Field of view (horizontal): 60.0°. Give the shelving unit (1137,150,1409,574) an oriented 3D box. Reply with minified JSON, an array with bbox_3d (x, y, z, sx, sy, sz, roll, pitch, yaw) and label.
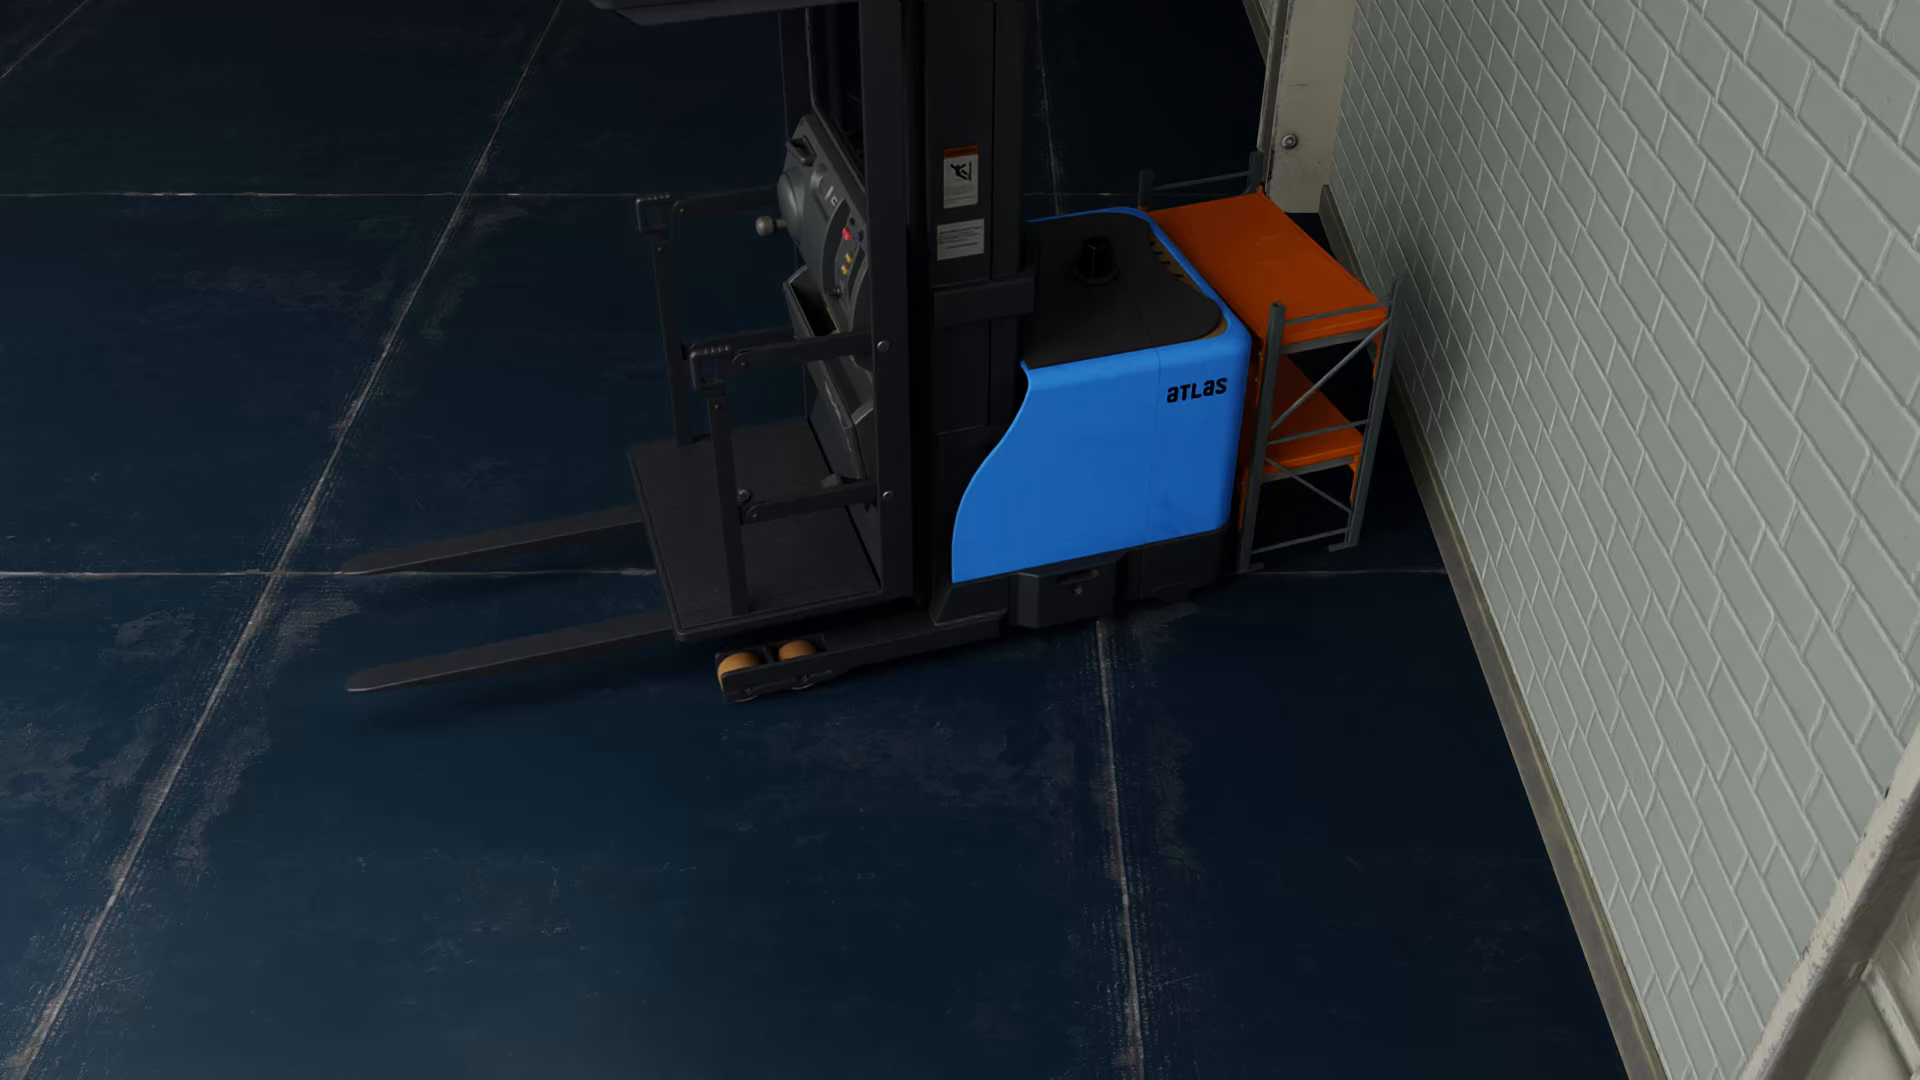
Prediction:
[{"bbox_3d":[1.078,-0.675,6.192,0.538,1.125,1.048,-13,40,-15],"label":"shelving unit"}]

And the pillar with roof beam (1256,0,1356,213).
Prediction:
[{"bbox_3d":[-2.637,-5.265,5.624,9.100,9.000,0.400,0,39,0],"label":"pillar with roof beam"}]

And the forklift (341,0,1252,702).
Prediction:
[{"bbox_3d":[-0.609,-0.974,5.122,3.031,2.935,1.130,-11,40,-14],"label":"forklift"}]

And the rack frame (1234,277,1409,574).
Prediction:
[{"bbox_3d":[1.250,-0.375,5.819,0.500,1.125,0.032,-13,40,-15],"label":"rack frame"}]

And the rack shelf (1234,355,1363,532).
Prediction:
[{"bbox_3d":[1.078,-0.484,6.345,0.538,0.278,1.000,-13,40,-15],"label":"rack shelf"}]

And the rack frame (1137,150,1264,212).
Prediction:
[{"bbox_3d":[0.907,-0.974,6.566,0.500,1.125,0.032,-13,40,-15],"label":"rack frame"}]

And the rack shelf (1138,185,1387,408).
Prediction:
[{"bbox_3d":[1.078,-0.903,6.009,0.538,0.278,1.000,-13,40,-15],"label":"rack shelf"}]
